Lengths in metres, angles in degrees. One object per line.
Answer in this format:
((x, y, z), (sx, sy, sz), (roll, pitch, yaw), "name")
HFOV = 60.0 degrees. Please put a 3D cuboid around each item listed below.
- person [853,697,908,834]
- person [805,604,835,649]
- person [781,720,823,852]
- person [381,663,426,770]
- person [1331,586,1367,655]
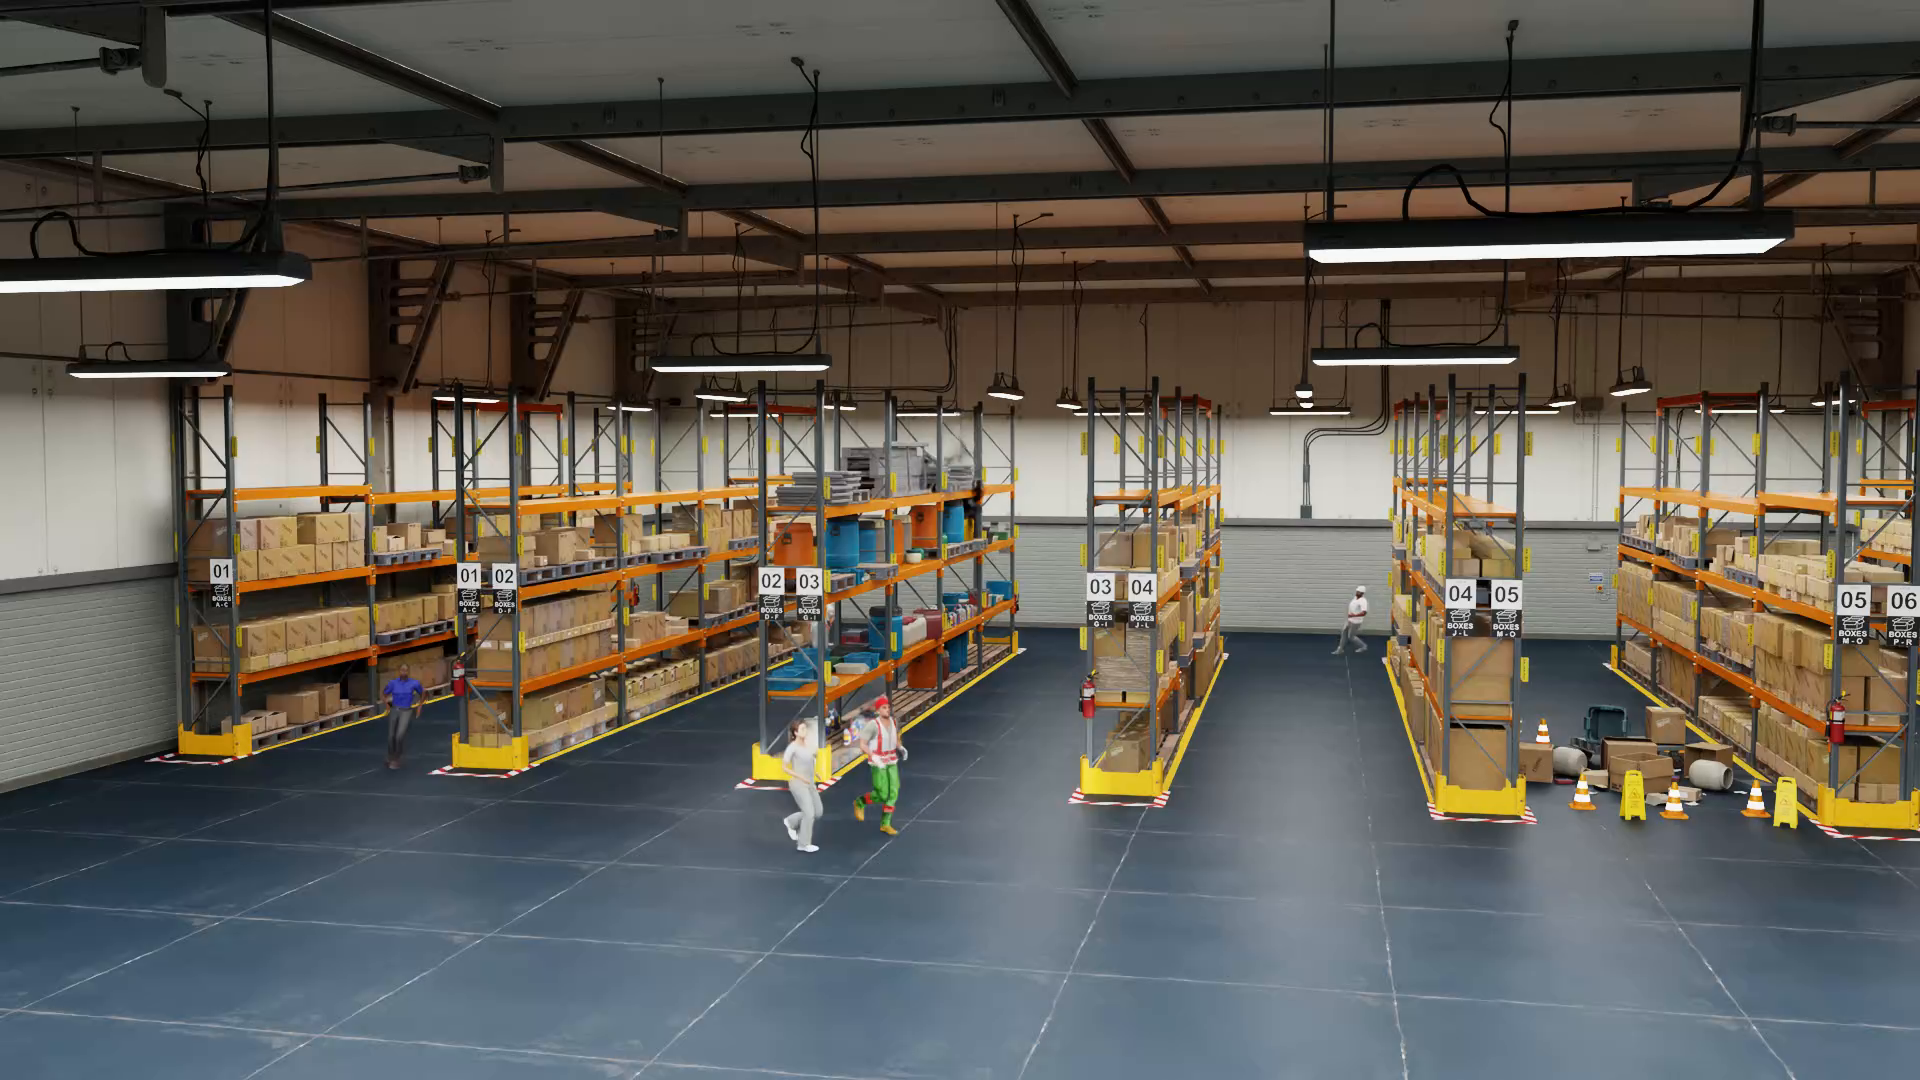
((-1.035, 2.920, 21.703), (0.657, 1.765, 0.700), (-3, 4, -43), "person")
((-2.926, 1.916, 34.589), (0.640, 1.778, 0.535), (0, 3, 5), "person")
((-1.993, 3.034, 20.599), (0.594, 1.617, 0.561), (2, 4, 33), "person")
((-8.724, 2.748, 25.976), (0.658, 1.662, 0.668), (0, 3, -4), "person")
((9.361, 1.928, 39.659), (0.824, 1.701, 0.782), (0, 3, -5), "person")
